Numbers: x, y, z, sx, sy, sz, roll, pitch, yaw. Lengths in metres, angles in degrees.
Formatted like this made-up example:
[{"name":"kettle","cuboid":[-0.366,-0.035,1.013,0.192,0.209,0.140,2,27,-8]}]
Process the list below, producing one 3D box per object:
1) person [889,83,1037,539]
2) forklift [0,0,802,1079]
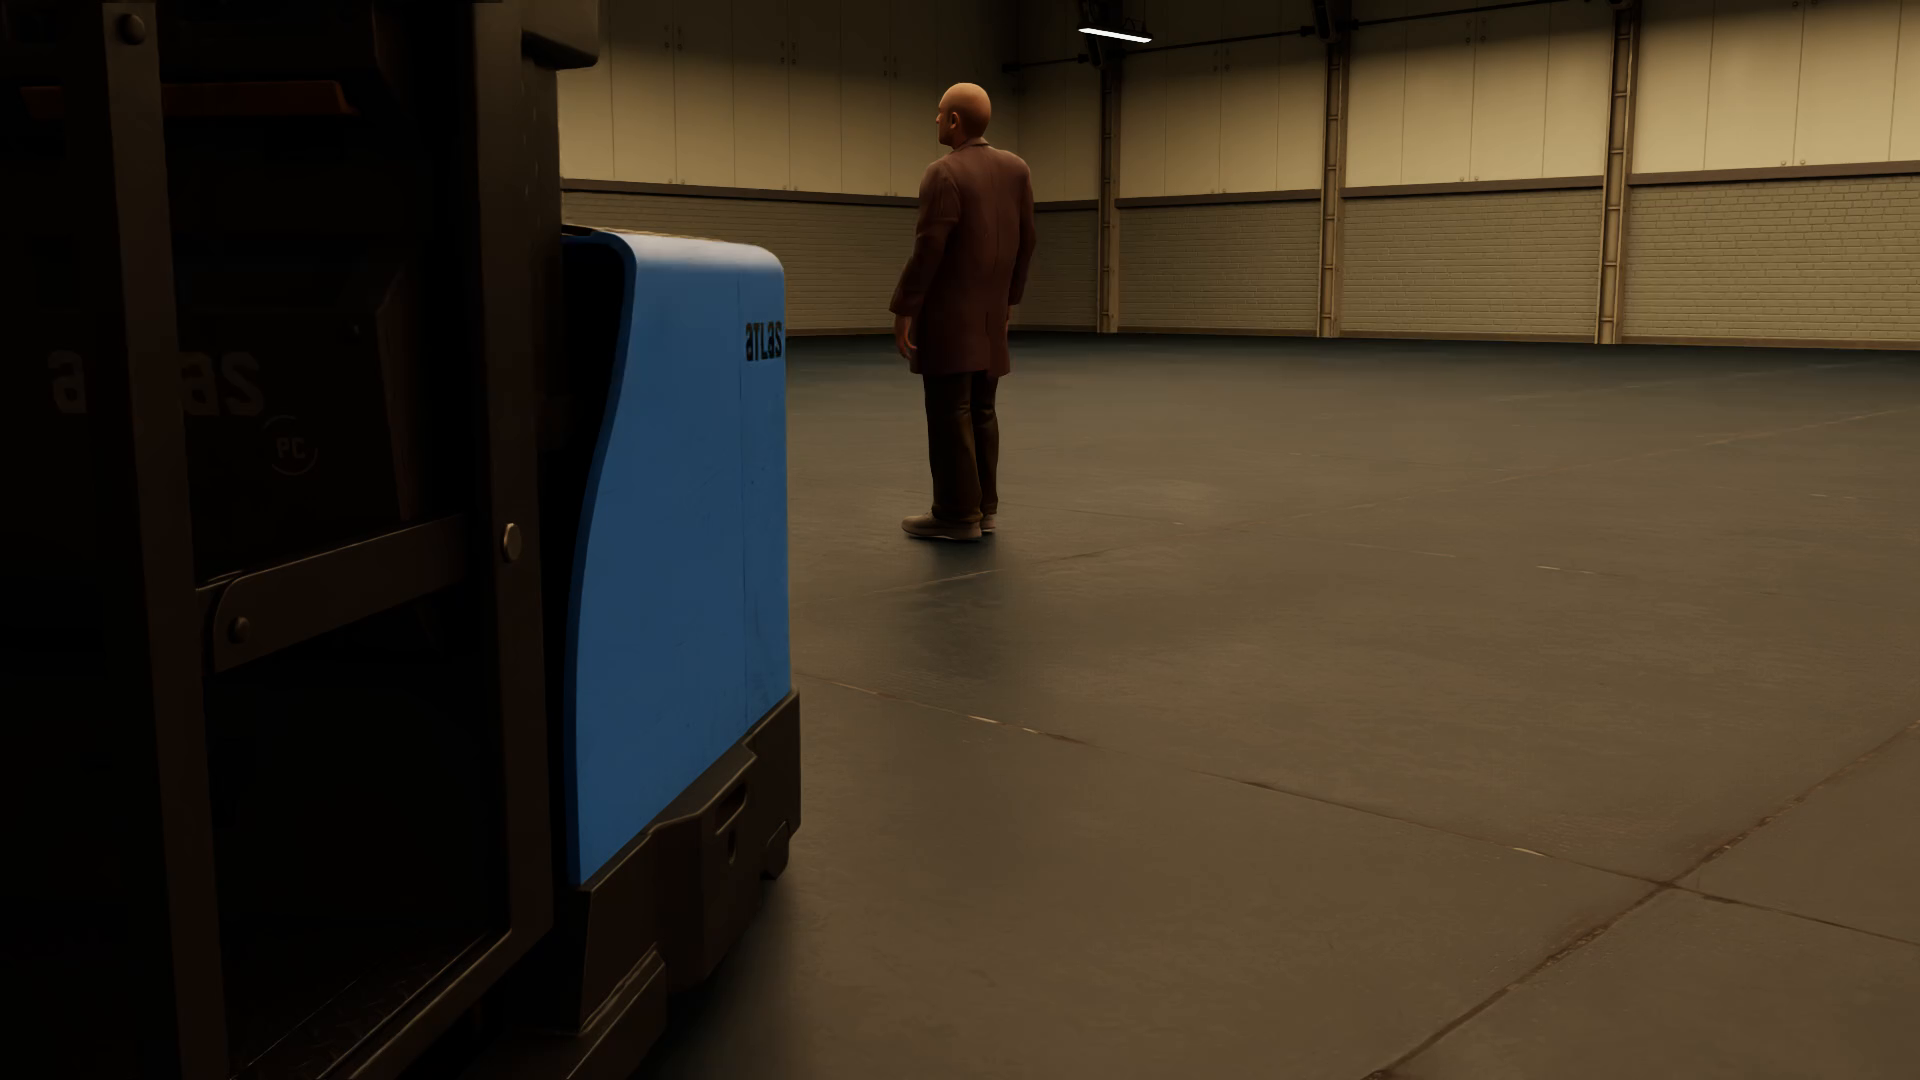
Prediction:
[{"name":"person","cuboid":[-0.062,-0.896,6.650,0.582,1.775,0.696,8,12,43]},{"name":"forklift","cuboid":[-1.018,-0.682,1.403,1.130,2.935,3.031,1,9,9]}]
